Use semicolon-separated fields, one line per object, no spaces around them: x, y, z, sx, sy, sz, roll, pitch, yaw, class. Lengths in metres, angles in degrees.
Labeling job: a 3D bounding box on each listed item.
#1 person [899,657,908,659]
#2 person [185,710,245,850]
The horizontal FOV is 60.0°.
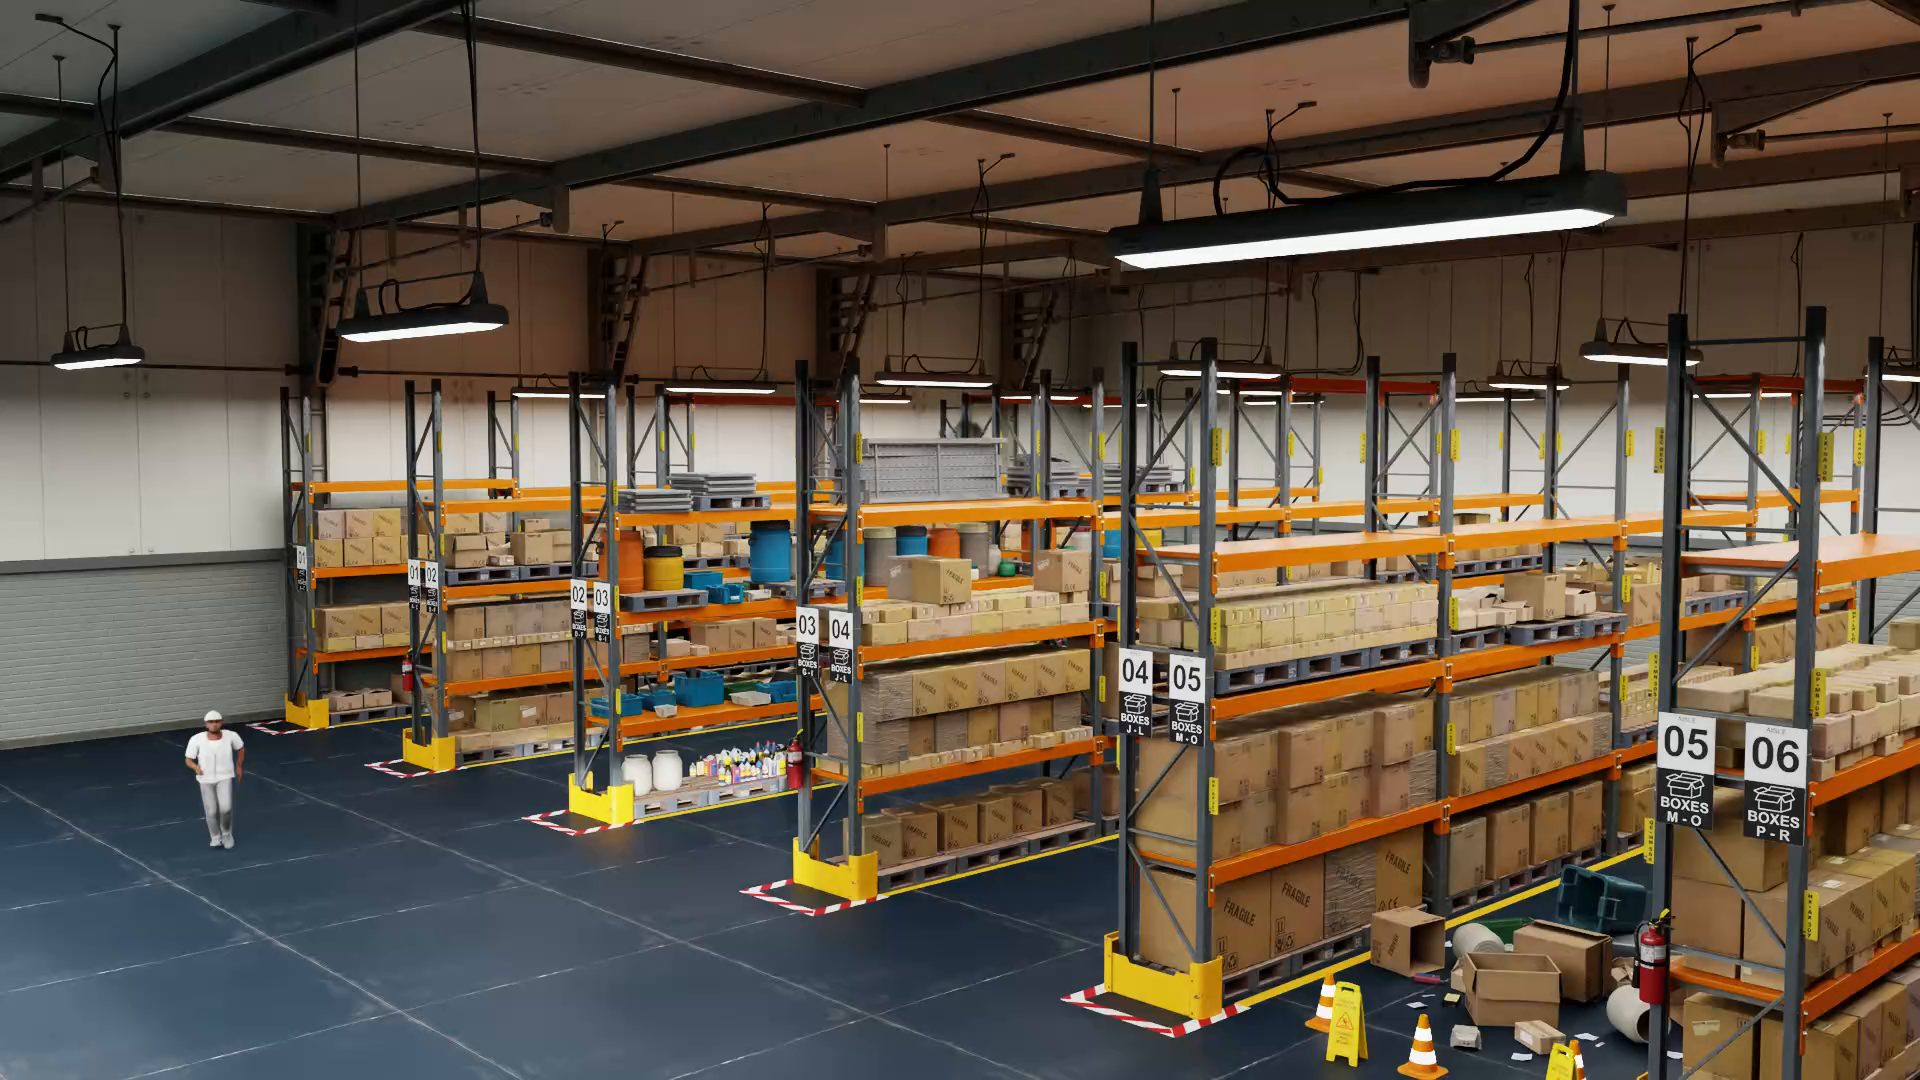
-0.766;2.413;29.238;0.739;1.824;0.667;-3;5;-44;person
-9.211;2.977;20.569;0.666;1.751;0.670;-1;4;-21;person
